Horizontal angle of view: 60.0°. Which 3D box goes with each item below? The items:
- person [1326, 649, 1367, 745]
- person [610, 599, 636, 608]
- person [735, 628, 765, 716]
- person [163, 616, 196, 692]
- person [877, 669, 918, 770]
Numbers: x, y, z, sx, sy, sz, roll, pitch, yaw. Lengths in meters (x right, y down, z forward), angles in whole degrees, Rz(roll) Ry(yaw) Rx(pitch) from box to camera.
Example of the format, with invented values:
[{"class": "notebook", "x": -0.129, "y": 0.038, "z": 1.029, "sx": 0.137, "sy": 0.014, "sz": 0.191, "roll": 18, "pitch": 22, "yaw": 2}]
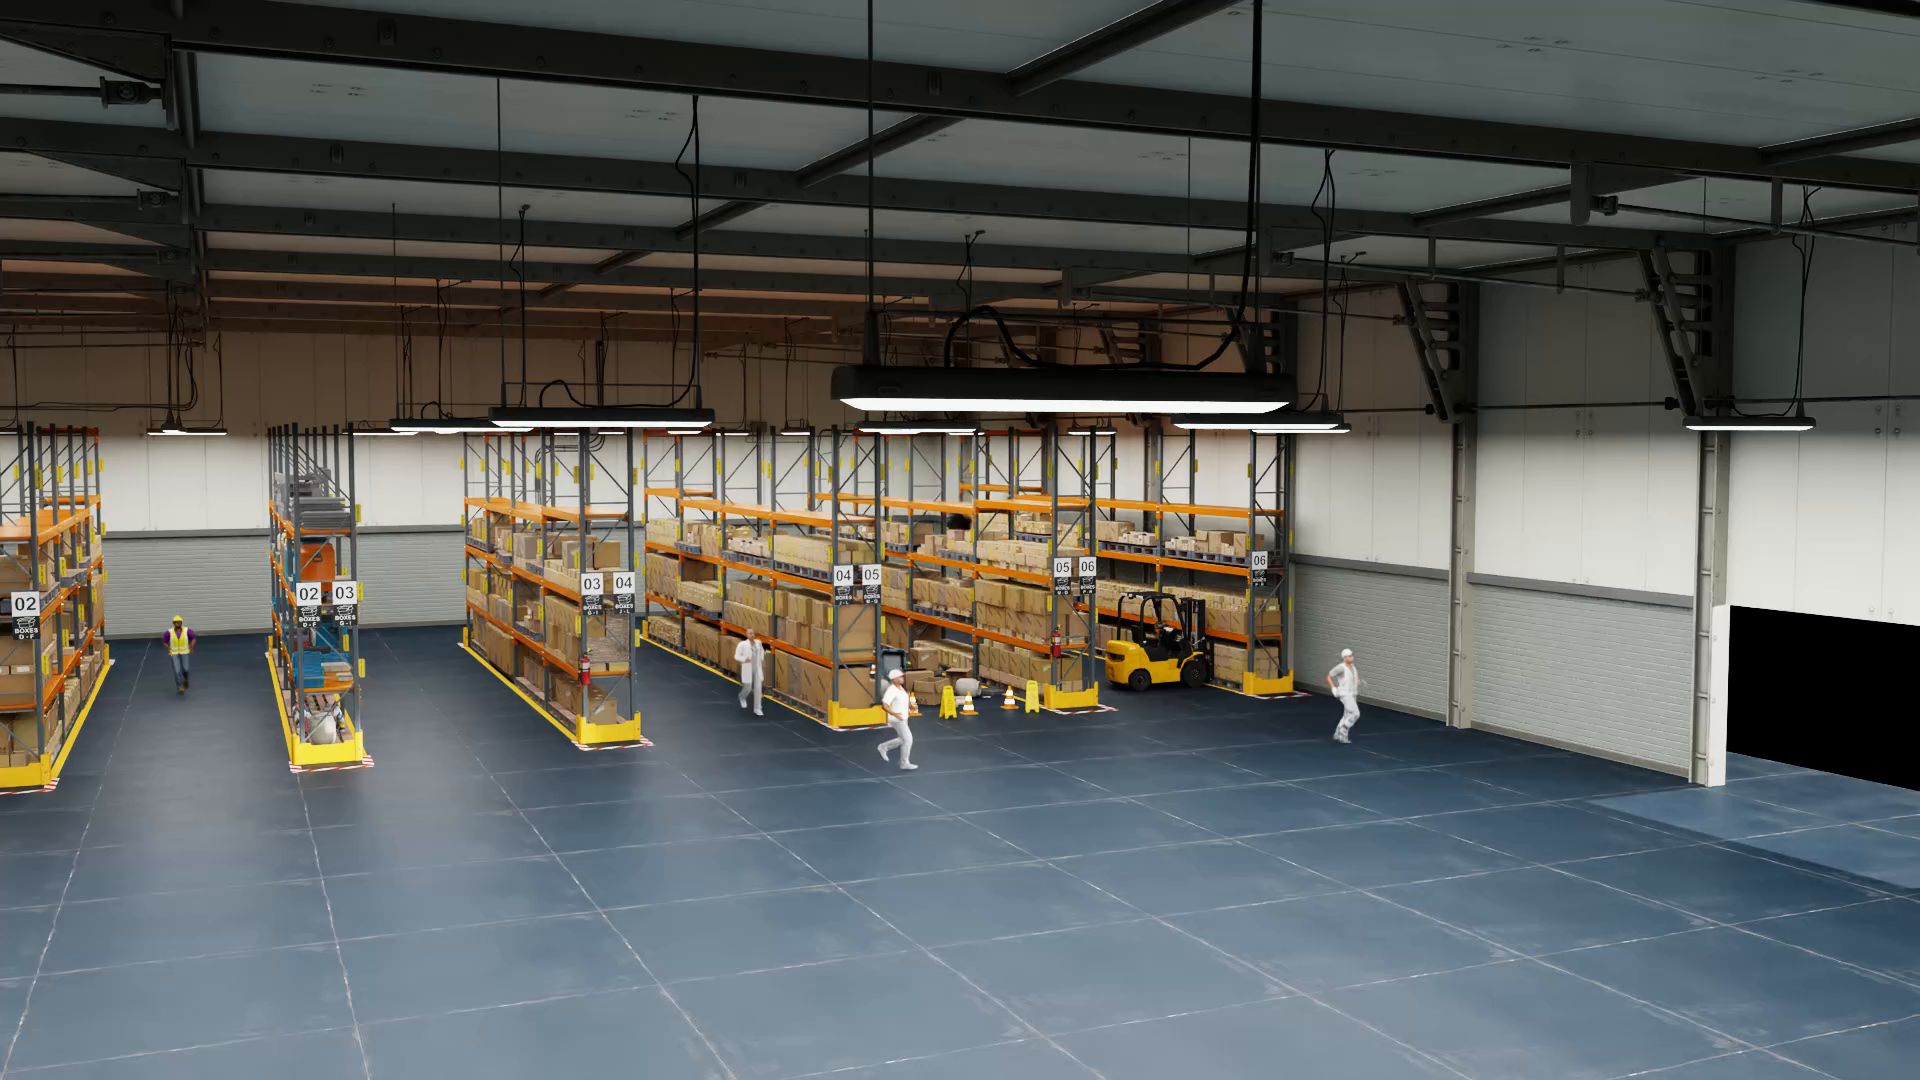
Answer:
[{"class": "person", "x": 7.274, "y": 2.884, "z": 31.072, "sx": 0.649, "sy": 1.684, "sz": 0.687, "roll": -3, "pitch": 5, "yaw": -43}, {"class": "person", "x": -9.023, "y": 2.119, "z": 44.591, "sx": 0.686, "sy": 1.845, "sz": 0.800, "roll": -2, "pitch": 4, "yaw": -30}, {"class": "person", "x": -4.332, "y": 2.716, "z": 34.503, "sx": 0.712, "sy": 1.776, "sz": 1.037, "roll": -2, "pitch": 4, "yaw": -28}, {"class": "person", "x": -17.561, "y": 2.568, "z": 37.420, "sx": 0.674, "sy": 1.721, "sz": 0.562, "roll": -2, "pitch": 4, "yaw": -26}, {"class": "person", "x": -1.099, "y": 3.102, "z": 28.782, "sx": 0.770, "sy": 1.726, "sz": 0.709, "roll": 1, "pitch": 4, "yaw": 15}]
